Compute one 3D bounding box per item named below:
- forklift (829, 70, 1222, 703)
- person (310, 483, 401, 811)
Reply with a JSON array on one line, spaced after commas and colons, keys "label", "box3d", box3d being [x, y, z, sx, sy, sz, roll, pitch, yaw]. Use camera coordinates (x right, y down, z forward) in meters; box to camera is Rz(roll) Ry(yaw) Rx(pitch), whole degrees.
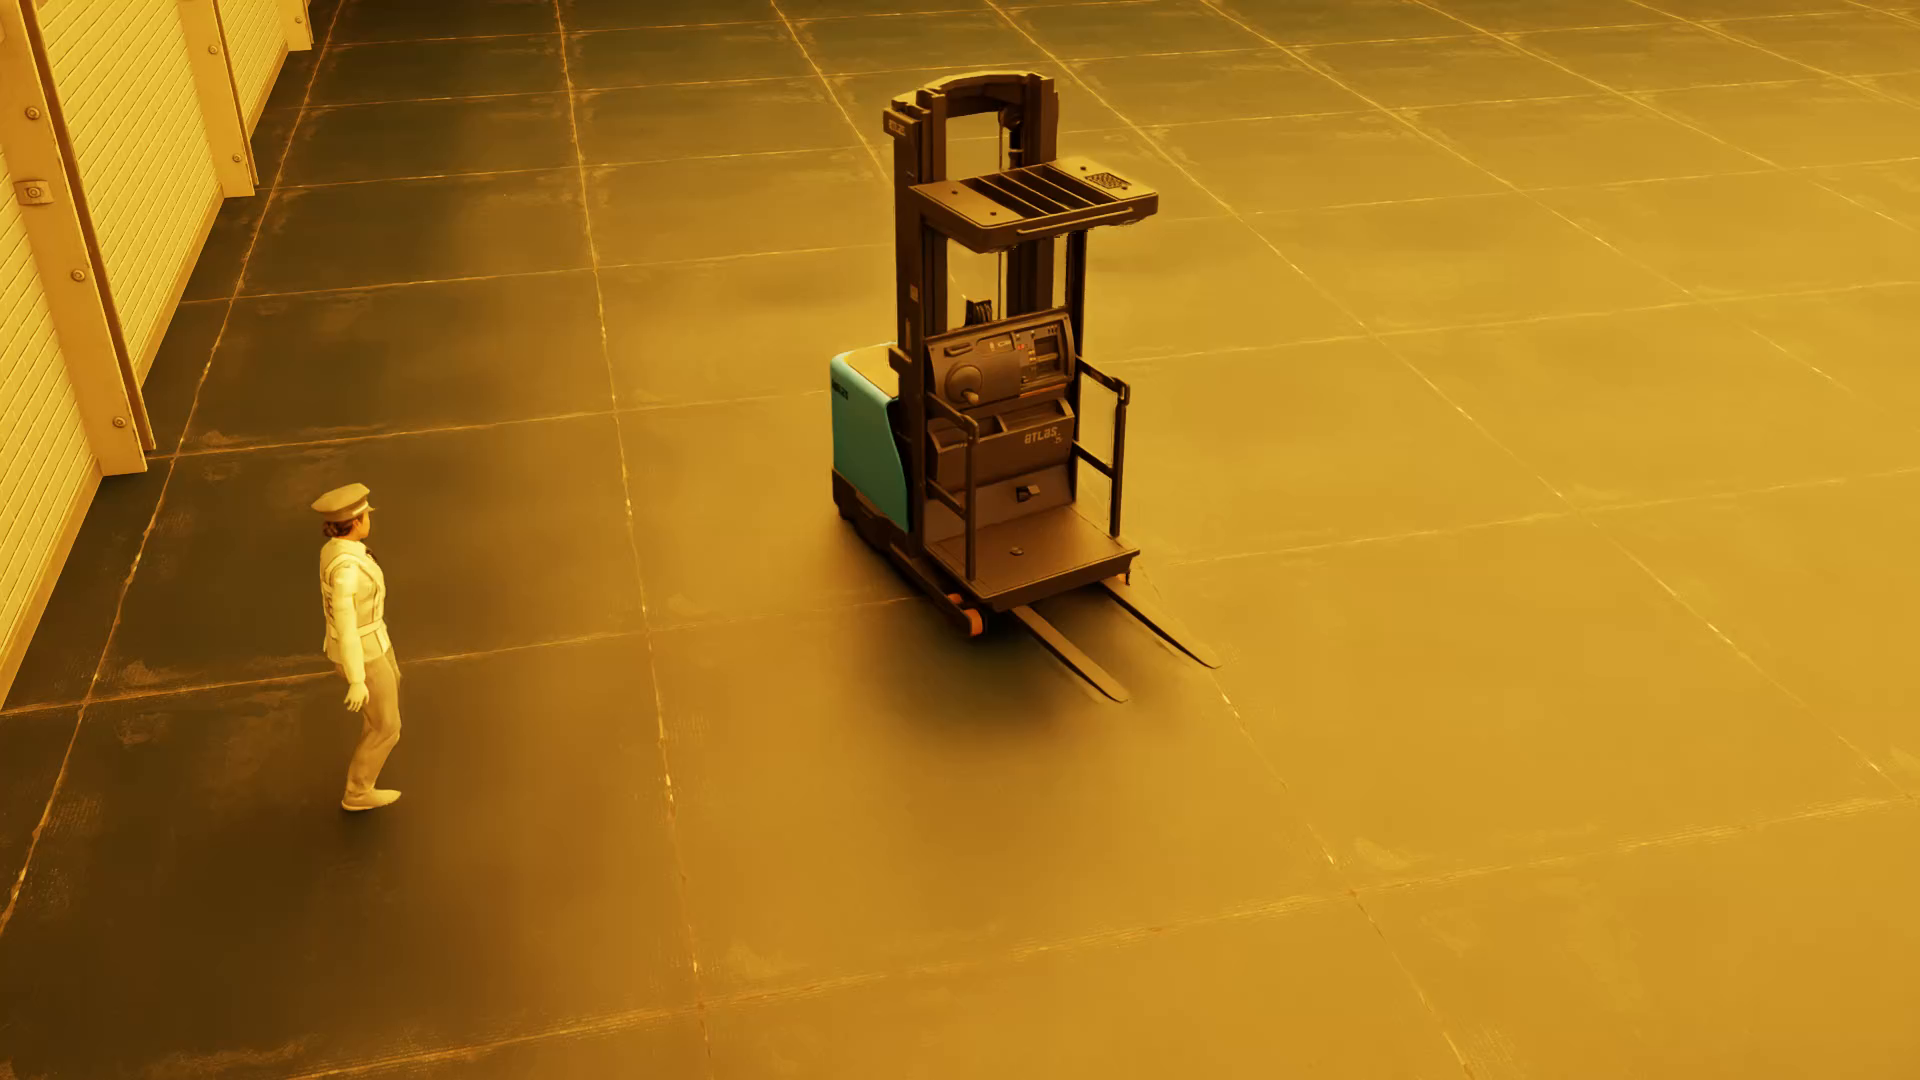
[{"label": "forklift", "box3d": [0.350, -0.974, 9.258, 1.130, 2.935, 3.031, -16, 34, -26]}, {"label": "person", "box3d": [-2.904, 0.540, 7.993, 0.423, 1.643, 0.810, -12, 32, -20]}]
